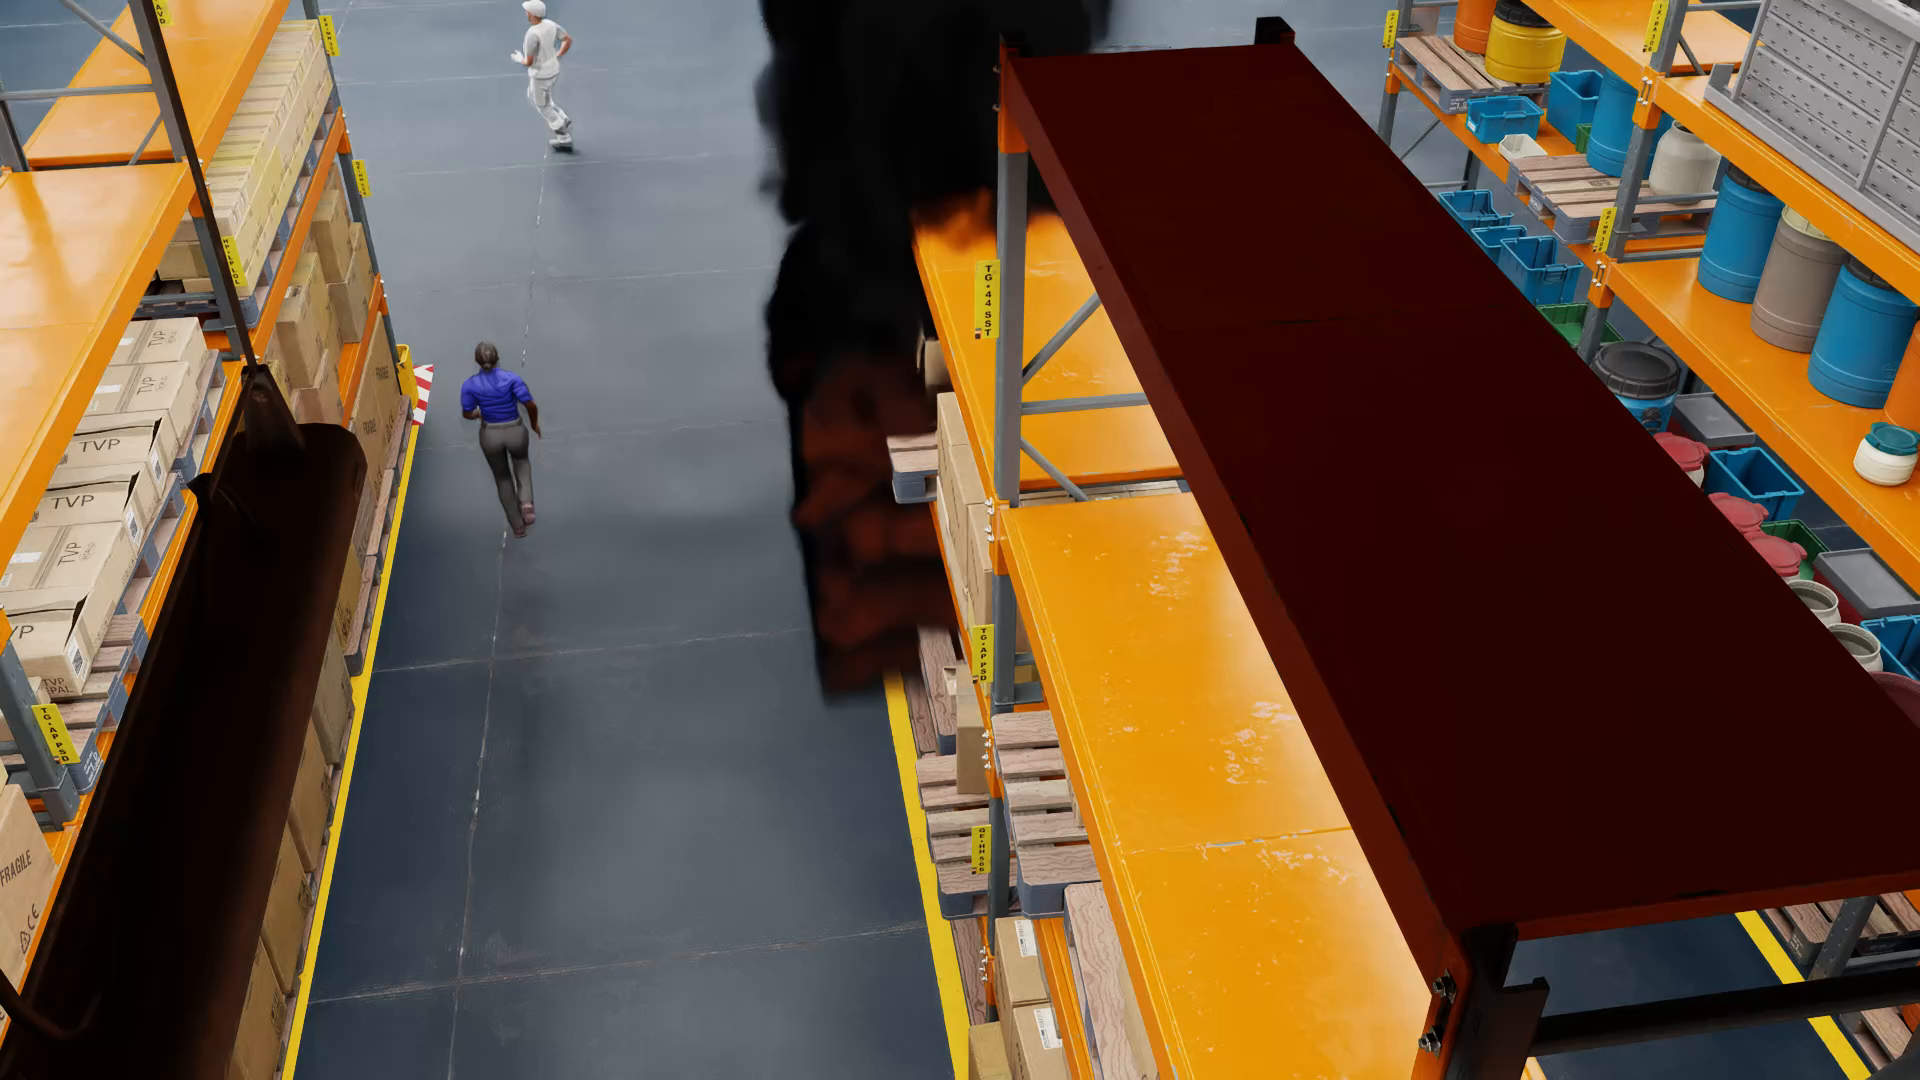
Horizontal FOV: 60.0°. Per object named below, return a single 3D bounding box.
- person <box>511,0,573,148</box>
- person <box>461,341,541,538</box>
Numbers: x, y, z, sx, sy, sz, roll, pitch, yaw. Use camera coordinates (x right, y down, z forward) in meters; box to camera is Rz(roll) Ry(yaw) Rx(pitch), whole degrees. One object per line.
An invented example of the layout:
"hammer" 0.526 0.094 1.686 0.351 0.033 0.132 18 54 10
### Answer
"person" -4.893 -5.441 19.363 0.608 1.743 0.642 9 37 13
"person" -3.478 -0.818 12.720 0.559 1.621 0.585 -9 37 -12
